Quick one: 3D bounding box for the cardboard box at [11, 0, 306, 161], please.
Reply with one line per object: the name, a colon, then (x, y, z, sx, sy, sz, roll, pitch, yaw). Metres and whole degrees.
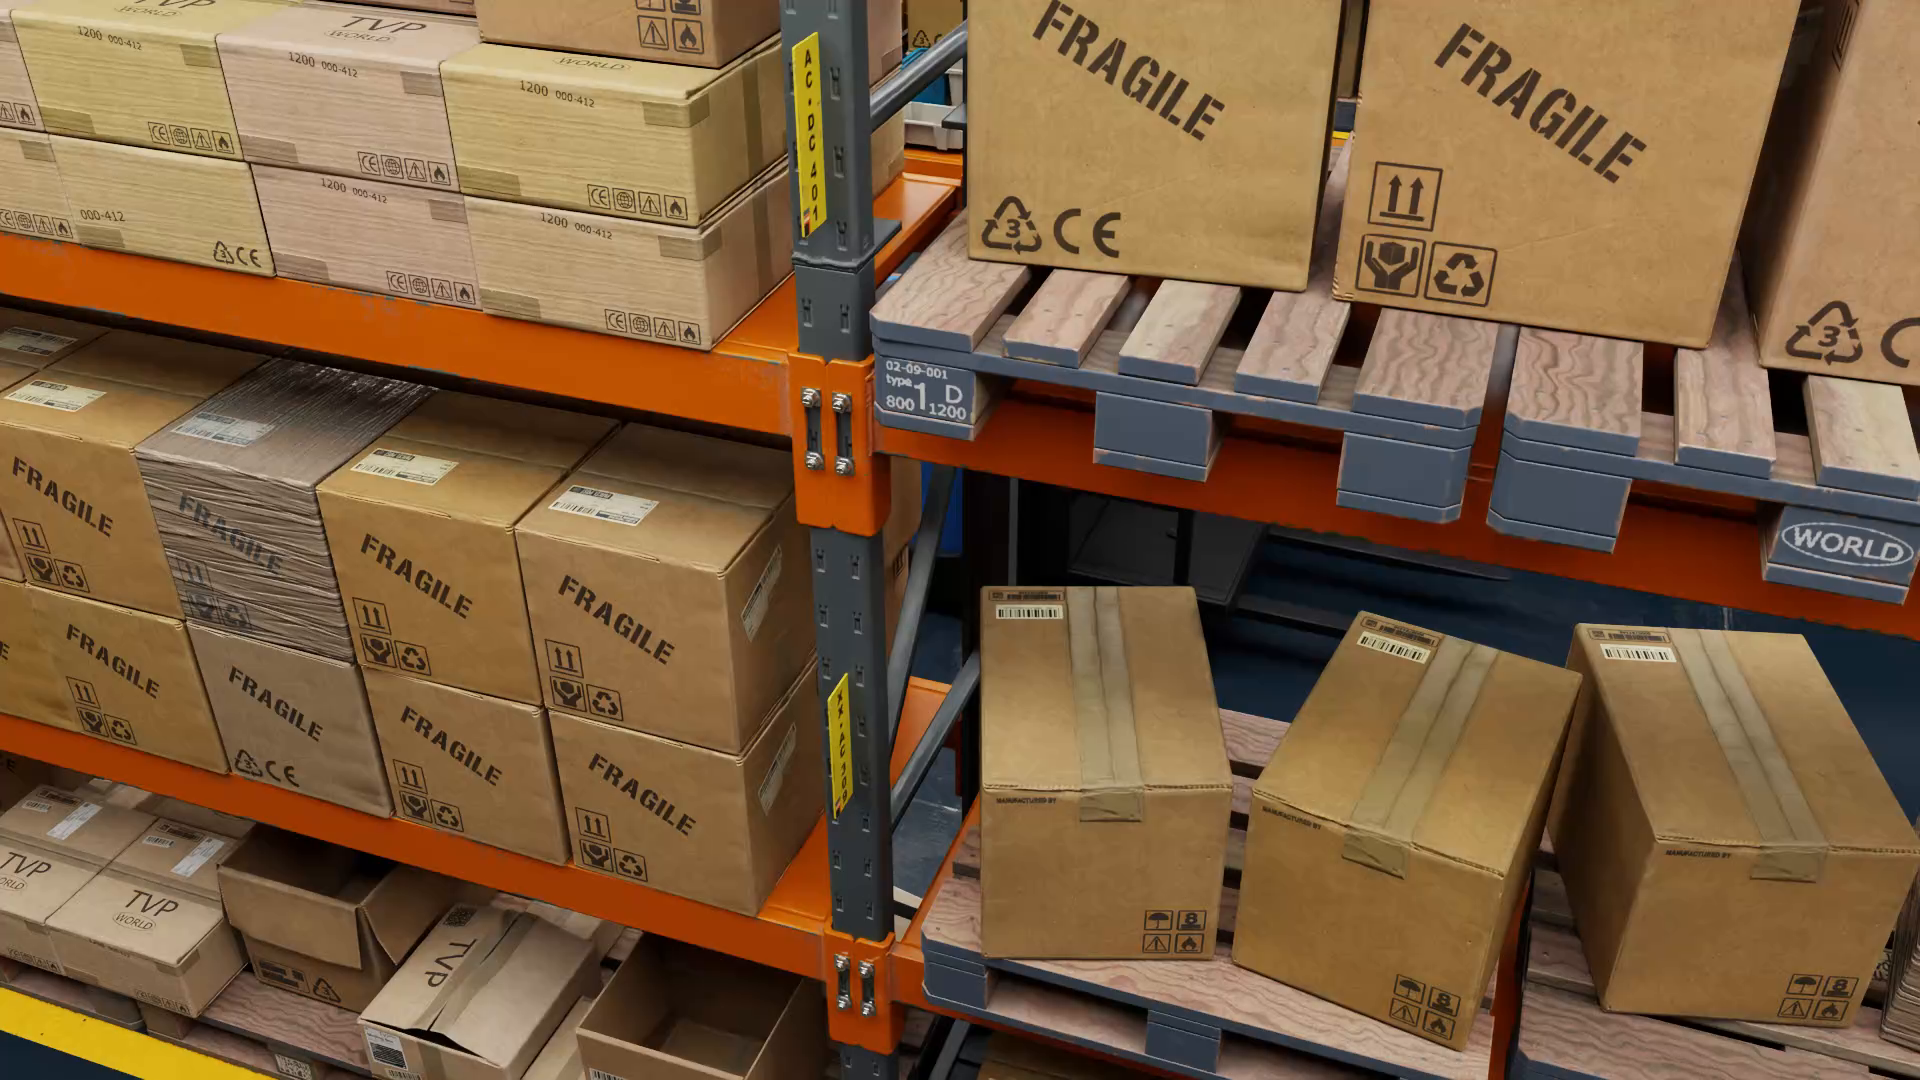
cardboard box: (-1.563, -1.022, 3.479, 0.500, 0.250, 0.500, 11, 34, 16)

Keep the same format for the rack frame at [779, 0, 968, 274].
rack frame: (-0.075, -1.999, 2.550, 0.127, 3.000, 1.000, 11, 34, 16)

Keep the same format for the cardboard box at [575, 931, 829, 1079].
cardboard box: (-0.707, 1.427, 4.673, 0.500, 0.500, 0.500, 11, 34, 16)

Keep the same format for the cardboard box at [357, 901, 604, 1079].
cardboard box: (-1.413, 1.370, 4.936, 0.500, 0.311, 0.500, 11, 34, 16)

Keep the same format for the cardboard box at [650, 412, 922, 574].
cardboard box: (-0.423, -0.170, 4.235, 0.500, 0.500, 0.500, 12, 35, 18)

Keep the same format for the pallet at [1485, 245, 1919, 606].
pallet: (1.493, -0.316, 2.882, 1.003, 0.211, 1.213, 11, 34, 16)

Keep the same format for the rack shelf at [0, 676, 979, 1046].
rack shelf: (-1.957, 0.458, 4.939, 4.000, 0.370, 1.077, 11, 34, 16)

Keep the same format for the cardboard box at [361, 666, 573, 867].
cardboard box: (-1.117, 0.425, 4.233, 0.500, 0.500, 0.500, 12, 35, 18)

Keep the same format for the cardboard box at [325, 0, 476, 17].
cardboard box: (-0.968, -1.434, 3.426, 0.500, 0.500, 0.700, 11, 34, 16)

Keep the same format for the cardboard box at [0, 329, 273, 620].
cardboard box: (-2.069, -0.178, 4.247, 0.500, 0.500, 0.500, 11, 34, 16)

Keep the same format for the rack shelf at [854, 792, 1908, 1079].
rack shelf: (1.808, 1.190, 3.805, 4.000, 0.370, 1.077, 11, 34, 16)

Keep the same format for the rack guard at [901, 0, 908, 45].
rack guard: (-0.517, -4.222, 13.829, 0.348, 0.500, 1.175, 11, 34, 16)

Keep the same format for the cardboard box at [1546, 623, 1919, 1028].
cardboard box: (1.609, 0.595, 3.584, 0.500, 0.500, 0.700, 3, 33, 4)

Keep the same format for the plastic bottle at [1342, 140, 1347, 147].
plastic bottle: (1.860, -1.749, 7.739, 0.185, 0.351, 0.144, 11, 34, 16)

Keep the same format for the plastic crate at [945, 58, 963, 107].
plastic crate: (0.225, -2.356, 8.687, 0.530, 0.282, 0.437, 11, 34, 16)

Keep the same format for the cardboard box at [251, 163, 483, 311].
cardboard box: (-1.089, -0.726, 3.481, 0.500, 0.250, 0.500, 11, 34, 16)

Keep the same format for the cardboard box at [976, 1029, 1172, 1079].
cardboard box: (0.299, 1.600, 4.406, 0.500, 0.500, 0.500, 9, 34, 14)

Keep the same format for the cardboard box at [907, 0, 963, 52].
cardboard box: (0.135, -4.476, 13.488, 0.875, 0.875, 0.875, 11, 34, 16)

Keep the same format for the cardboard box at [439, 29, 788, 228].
cardboard box: (-0.624, -0.836, 3.191, 0.500, 0.250, 0.500, 11, 34, 16)

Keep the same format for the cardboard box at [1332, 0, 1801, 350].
cardboard box: (1.012, -0.759, 2.823, 0.600, 0.600, 0.600, 11, 34, 16)

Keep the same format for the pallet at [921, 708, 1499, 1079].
pallet: (0.641, 0.804, 3.916, 1.213, 0.211, 1.003, 11, 34, 16)

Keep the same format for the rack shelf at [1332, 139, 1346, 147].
rack shelf: (3.483, -1.339, 7.721, 4.000, 0.370, 1.077, 11, 34, 16)

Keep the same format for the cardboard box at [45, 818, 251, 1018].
cardboard box: (-2.482, 1.187, 5.275, 0.500, 0.250, 0.500, 11, 34, 16)

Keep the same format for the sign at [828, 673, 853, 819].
sign: (-0.250, 0.436, 3.511, 0.005, 0.325, 0.100, 11, 34, 16)

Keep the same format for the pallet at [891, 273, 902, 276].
pallet: (-0.258, -1.173, 9.372, 1.213, 0.211, 1.003, 11, 34, 16)

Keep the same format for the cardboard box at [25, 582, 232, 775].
cardboard box: (-2.082, 0.241, 4.520, 0.500, 0.500, 0.500, 11, 35, 17)

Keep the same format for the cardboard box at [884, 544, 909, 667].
cardboard box: (-0.462, 0.247, 4.510, 0.500, 0.500, 0.500, 12, 35, 18)

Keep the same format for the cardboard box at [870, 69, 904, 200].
cardboard box: (-0.449, -0.891, 3.737, 0.500, 0.250, 0.500, 11, 34, 16)

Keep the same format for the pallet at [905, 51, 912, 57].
pallet: (0.285, -3.990, 13.736, 1.213, 0.211, 1.003, 11, 34, 16)

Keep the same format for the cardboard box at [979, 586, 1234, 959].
cardboard box: (0.296, 0.504, 3.725, 0.500, 0.500, 0.700, 0, 33, 0)

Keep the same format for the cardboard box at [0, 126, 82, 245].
cardboard box: (-2.032, -0.907, 3.762, 0.500, 0.250, 0.500, 11, 34, 16)

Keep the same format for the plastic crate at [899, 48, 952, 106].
plastic crate: (-0.146, -2.449, 8.877, 0.300, 0.233, 0.416, 11, 34, 16)

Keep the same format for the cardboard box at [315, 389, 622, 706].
cardboard box: (-1.121, 0.007, 3.960, 0.500, 0.500, 0.500, 10, 34, 16)

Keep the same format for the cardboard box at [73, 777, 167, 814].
cardboard box: (-2.894, 0.889, 5.814, 0.250, 0.166, 0.380, 11, 34, 16)

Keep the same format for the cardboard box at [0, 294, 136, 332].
cardboard box: (-2.363, -0.547, 4.818, 0.500, 0.500, 0.500, 12, 35, 18)

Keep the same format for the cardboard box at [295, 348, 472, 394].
cardboard box: (-1.393, -0.359, 4.526, 0.500, 0.500, 0.500, 10, 34, 15)

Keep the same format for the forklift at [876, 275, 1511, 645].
forklift: (0.831, -1.035, 6.652, 3.031, 2.935, 1.130, 12, 35, 18)

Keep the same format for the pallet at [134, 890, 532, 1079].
pallet: (-1.873, 1.345, 5.473, 1.213, 0.211, 1.003, 11, 34, 16)

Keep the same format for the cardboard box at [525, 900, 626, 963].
cardboard box: (-1.214, 1.187, 5.353, 0.250, 0.166, 0.380, 11, 34, 16)
